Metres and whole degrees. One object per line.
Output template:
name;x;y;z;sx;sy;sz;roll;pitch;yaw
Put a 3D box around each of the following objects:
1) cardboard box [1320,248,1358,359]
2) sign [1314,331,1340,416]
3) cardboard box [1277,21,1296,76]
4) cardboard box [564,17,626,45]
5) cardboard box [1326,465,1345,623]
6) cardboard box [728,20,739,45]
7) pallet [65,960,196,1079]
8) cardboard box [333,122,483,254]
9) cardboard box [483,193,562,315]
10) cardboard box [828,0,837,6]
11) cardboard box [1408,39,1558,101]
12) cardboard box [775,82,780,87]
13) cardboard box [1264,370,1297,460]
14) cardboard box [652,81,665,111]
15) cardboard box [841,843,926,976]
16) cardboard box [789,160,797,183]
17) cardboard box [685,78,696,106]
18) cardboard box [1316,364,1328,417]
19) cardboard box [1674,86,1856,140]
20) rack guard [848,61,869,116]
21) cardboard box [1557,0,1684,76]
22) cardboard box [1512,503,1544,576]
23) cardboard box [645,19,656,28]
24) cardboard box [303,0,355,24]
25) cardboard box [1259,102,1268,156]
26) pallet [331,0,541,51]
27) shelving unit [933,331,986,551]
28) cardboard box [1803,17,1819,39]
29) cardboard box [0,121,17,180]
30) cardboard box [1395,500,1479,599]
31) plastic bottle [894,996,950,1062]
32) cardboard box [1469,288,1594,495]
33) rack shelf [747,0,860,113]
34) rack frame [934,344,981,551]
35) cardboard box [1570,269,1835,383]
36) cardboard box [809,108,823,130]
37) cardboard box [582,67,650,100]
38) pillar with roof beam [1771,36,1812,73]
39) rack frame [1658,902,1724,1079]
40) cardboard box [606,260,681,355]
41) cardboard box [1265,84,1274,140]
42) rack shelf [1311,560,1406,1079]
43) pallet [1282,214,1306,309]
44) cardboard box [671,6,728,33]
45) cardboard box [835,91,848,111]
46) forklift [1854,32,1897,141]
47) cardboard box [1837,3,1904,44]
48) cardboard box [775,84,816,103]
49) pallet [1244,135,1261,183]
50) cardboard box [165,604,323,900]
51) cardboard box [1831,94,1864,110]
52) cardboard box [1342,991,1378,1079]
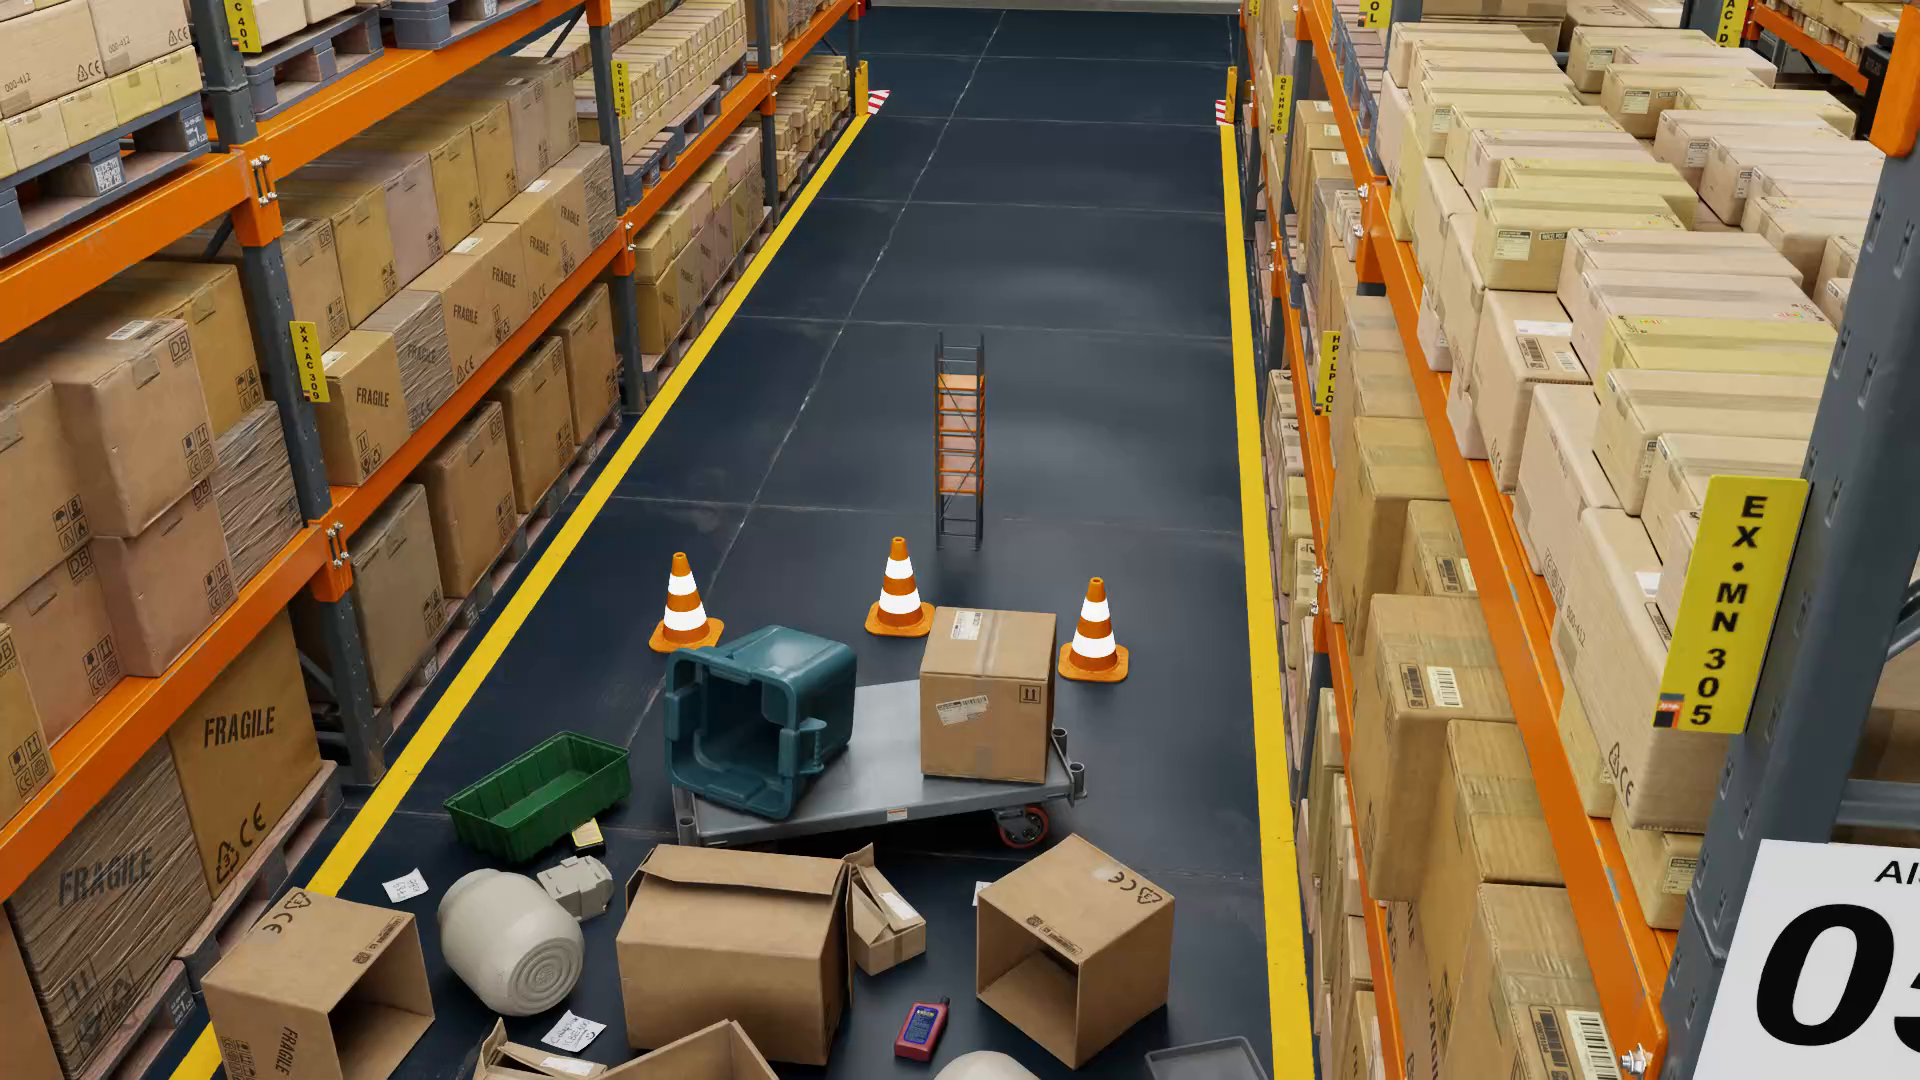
cardboard box;1.779;-0.878;6.855;0.500;0.500;0.500;4;29;6
sign;1.340;-0.594;5.970;0.100;0.325;0.005;3;28;6
cardboard box;2.239;-2.922;10.351;0.500;0.500;0.500;4;29;7
cardboard box;-2.685;-3.747;12.238;0.380;0.149;0.250;3;28;6
cardboard box;1.560;-0.038;5.739;0.500;0.500;0.500;3;28;6
cardboard box;-1.938;-3.942;12.913;0.380;0.149;0.250;4;29;7
pallet;-3.352;1.863;5.570;1.003;0.211;1.213;3;28;6
cardboard box;-2.793;-1.730;8.139;0.700;0.500;0.500;3;28;6
cardboard box;-2.457;-1.523;8.810;0.500;0.500;0.500;3;28;5
cardboard box;-1.415;-5.307;16.203;0.380;0.149;0.250;4;29;8
cardboard box;1.525;-1.362;4.876;0.380;0.149;0.250;4;29;8
cardboard box;-1.986;-4.538;16.447;0.380;0.149;0.250;2;28;4
cardboard box;2.302;-0.700;9.714;0.950;0.372;0.625;1;28;3
cardboard box;-2.195;-2.970;11.110;0.380;0.149;0.250;3;29;6
cardboard box;-0.339;1.408;6.356;0.258;0.266;0.396;-17;33;-29
cardboard box;-1.658;-3.268;14.716;0.380;0.149;0.250;4;29;8
cardboard box;-2.095;-3.197;11.843;0.380;0.149;0.250;2;28;5
cardboard box;1.726;-0.633;7.085;0.380;0.149;0.250;3;28;5
cardboard box;2.091;-1.079;4.352;0.380;0.149;0.250;4;29;8
rack guard;-1.573;-4.806;17.645;1.175;0.500;0.348;3;28;6
cardboard box;2.360;-1.745;5.879;0.500;0.250;0.500;3;28;5
cardboard box;1.312;-0.043;3.269;0.380;0.149;0.250;3;28;6
cardboard box;-2.589;-3.984;12.991;0.380;0.149;0.250;3;28;5
cardboard box;-2.661;-2.207;6.737;0.250;0.149;0.380;3;28;6
cardboard box;2.344;-2.843;11.523;0.500;0.250;0.500;3;28;5
pallet;-2.705;-2.582;7.916;1.003;0.211;1.213;5;29;9
shelving unit;-0.002;-0.521;8.953;0.258;1.200;0.189;3;28;6
cardboard box;7.768;-4.563;14.822;0.380;0.149;0.250;3;28;5
cardboard box;-2.886;-1.065;4.618;0.380;0.149;0.250;4;29;7
cardboard box;1.475;0.250;4.150;0.700;0.500;0.500;3;28;6
plastic bottle;-0.129;1.738;5.959;0.133;0.061;0.283;8;29;15
cardboard box;1.318;-0.294;3.316;0.500;0.250;0.500;4;29;8
rack shelf;-1.809;-4.685;15.541;1.077;0.370;4.000;3;28;6
rack frame;-0.013;-0.478;8.873;0.240;1.200;0.006;3;28;6
cardboard box;1.351;-0.380;3.054;0.380;0.149;0.250;3;28;6
cardboard box;-1.514;-3.998;15.759;0.380;0.149;0.250;4;29;7
cardboard box;-2.231;-2.961;10.779;0.380;0.149;0.250;3;28;6
pillar with roof beam;5.240;-9.524;17.440;9.100;9.000;0.400;3;28;6
rack frame;1.401;1.829;2.693;1.000;3.000;0.127;3;28;6
cardboard box;-2.204;-1.580;11.212;0.500;0.500;0.500;2;28;4
cardboard box;2.290;-2.817;10.948;0.500;0.250;0.500;3;28;5
rack shelf;1.646;1.204;4.611;1.077;0.370;4.000;3;28;6
pallet;2.399;-1.511;9.094;1.213;0.211;1.003;3;28;6
cardboard box;-1.975;-3.948;12.610;0.380;0.149;0.250;2;28;5
cardboard box;-1.353;-4.486;16.977;0.380;0.149;0.250;4;29;8
forklift;4.466;-0.709;7.476;1.130;2.935;3.031;3;29;6
cardboard box;7.739;-4.323;13.955;0.500;0.250;0.500;3;28;6
cardboard box;-1.585;-4.261;15.932;0.380;0.149;0.250;2;28;4
pallet;3.189;-3.521;15.564;1.003;0.211;1.213;3;28;6
cardboard box;-3.181;0.748;6.496;0.875;0.875;0.875;4;29;7
cardboard box;7.976;-3.818;15.367;0.700;0.500;0.500;4;29;8
cardboard box;1.369;1.649;4.692;0.500;0.500;0.500;3;28;5
